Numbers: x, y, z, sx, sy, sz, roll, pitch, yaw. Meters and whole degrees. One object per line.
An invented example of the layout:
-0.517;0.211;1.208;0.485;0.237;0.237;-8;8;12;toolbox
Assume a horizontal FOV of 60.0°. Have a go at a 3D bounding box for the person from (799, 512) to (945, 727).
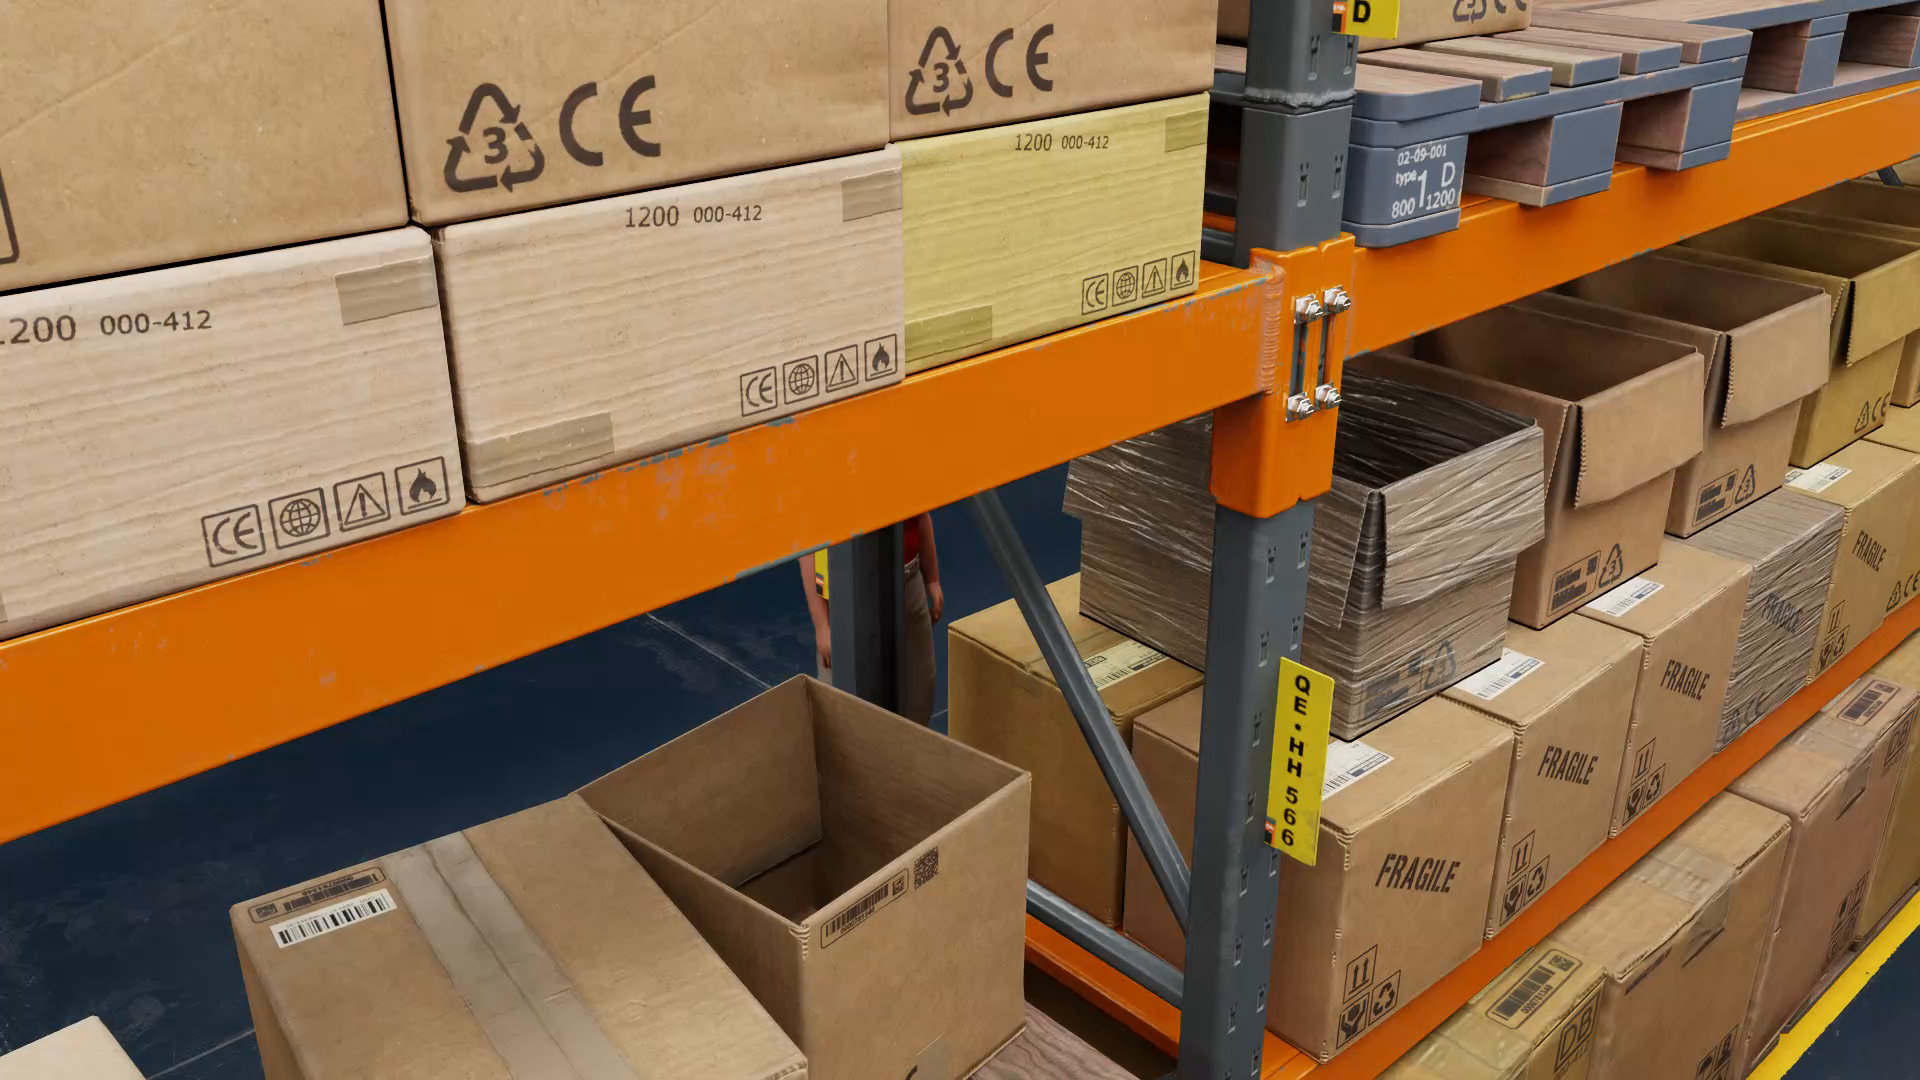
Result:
-0.279;0.227;5.616;0.397;1.726;0.600;21;32;39;person
